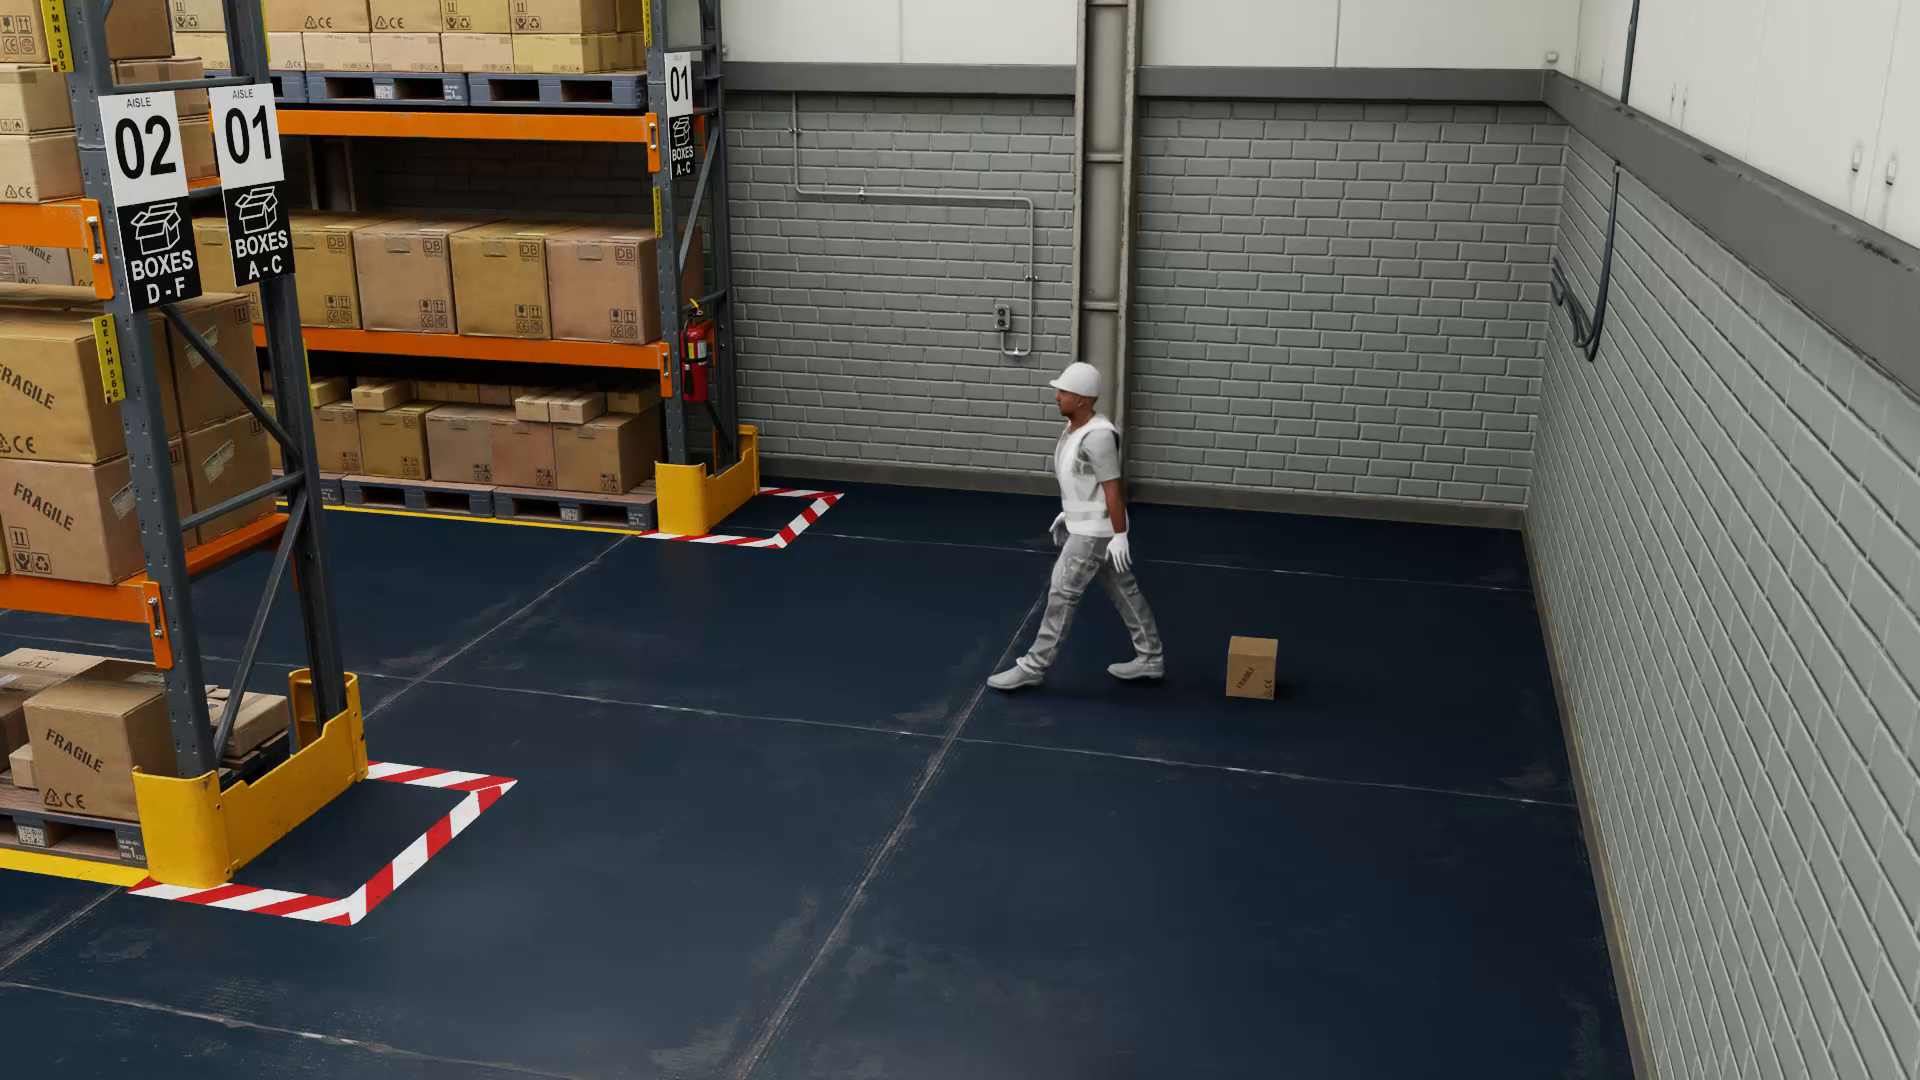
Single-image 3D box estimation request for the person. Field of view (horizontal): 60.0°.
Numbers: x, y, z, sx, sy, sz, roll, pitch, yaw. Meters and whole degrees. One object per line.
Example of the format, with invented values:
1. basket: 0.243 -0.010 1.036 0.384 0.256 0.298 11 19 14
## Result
1. person: 0.630 -0.081 8.737 0.954 1.724 0.592 1 18 3
